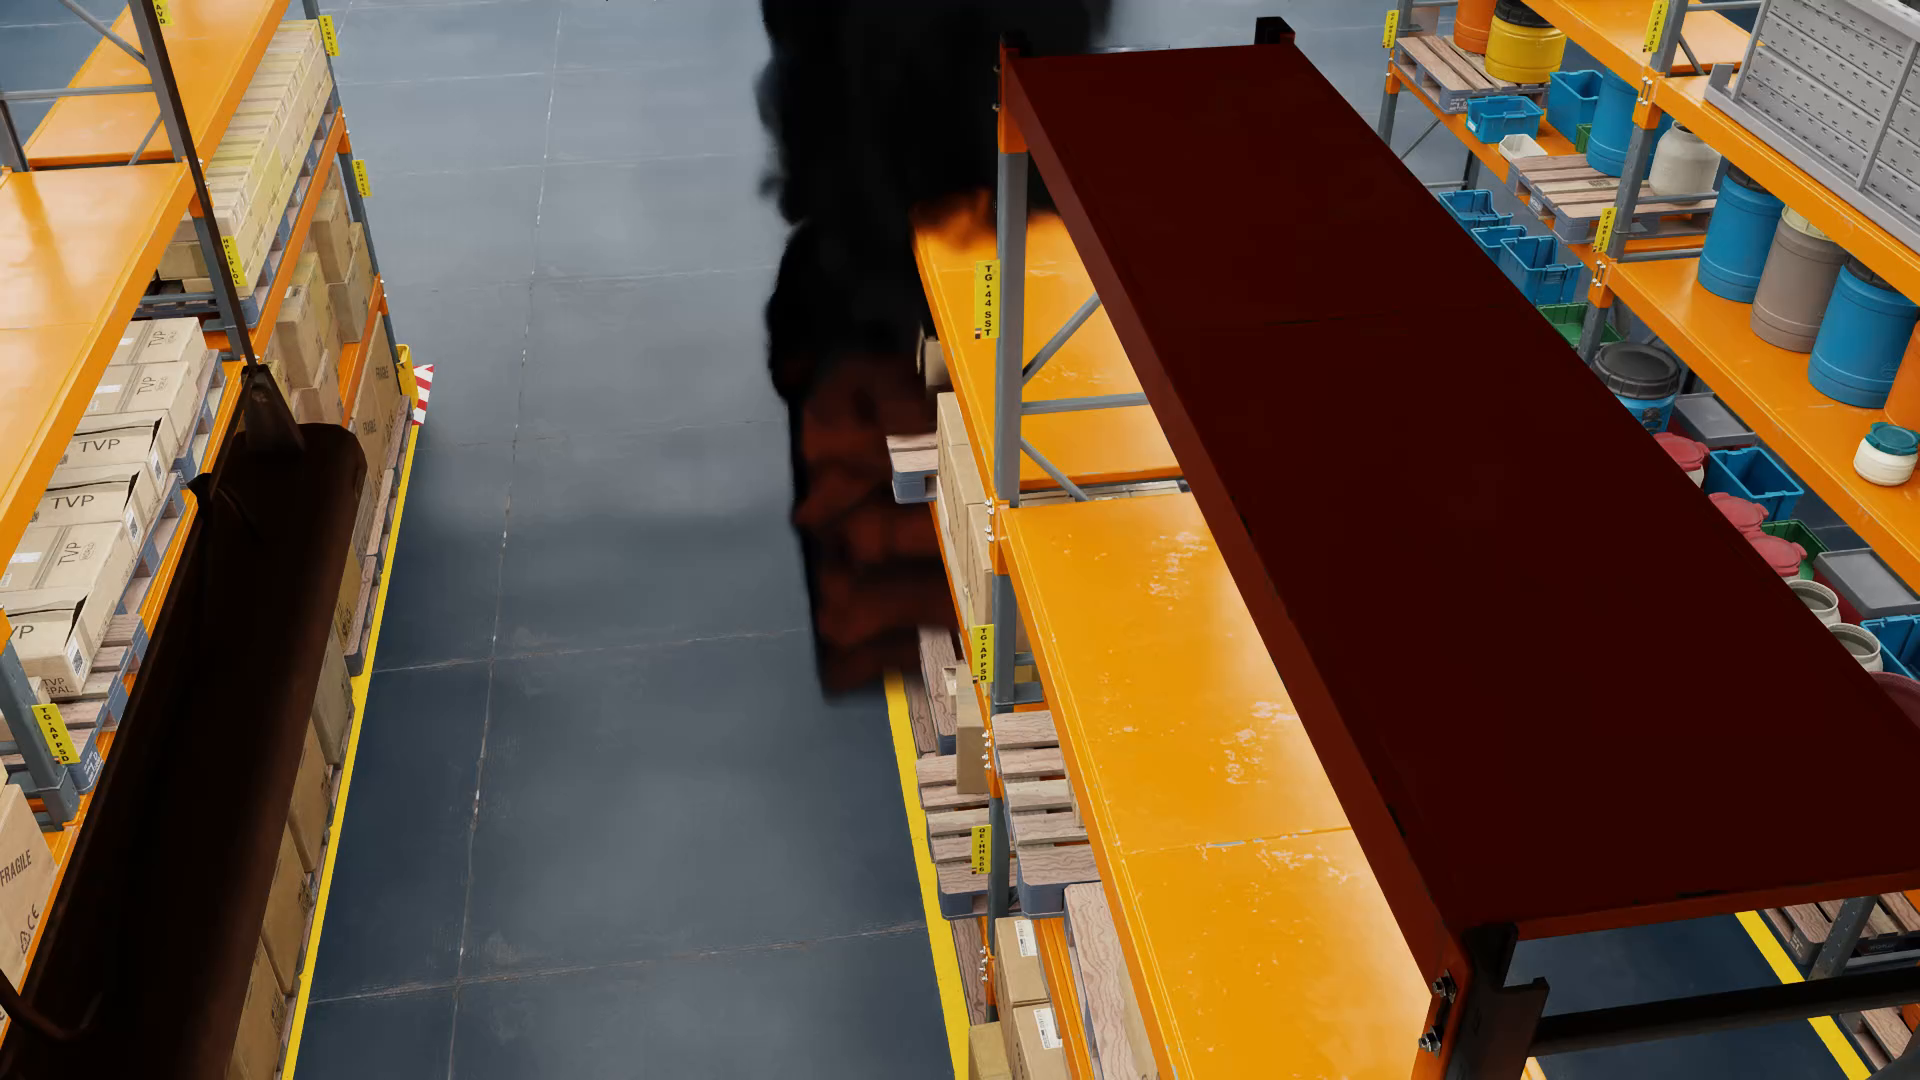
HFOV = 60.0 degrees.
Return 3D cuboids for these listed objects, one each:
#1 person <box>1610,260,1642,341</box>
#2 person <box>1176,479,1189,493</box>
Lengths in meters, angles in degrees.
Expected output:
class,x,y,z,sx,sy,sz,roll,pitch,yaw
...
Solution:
class,x,y,z,sx,sy,sz,roll,pitch,yaw
person,6.069,-2.520,15.253,0.566,1.529,0.649,-6,37,-9
person,1.878,-0.918,12.652,0.644,1.826,0.851,-13,38,-17
